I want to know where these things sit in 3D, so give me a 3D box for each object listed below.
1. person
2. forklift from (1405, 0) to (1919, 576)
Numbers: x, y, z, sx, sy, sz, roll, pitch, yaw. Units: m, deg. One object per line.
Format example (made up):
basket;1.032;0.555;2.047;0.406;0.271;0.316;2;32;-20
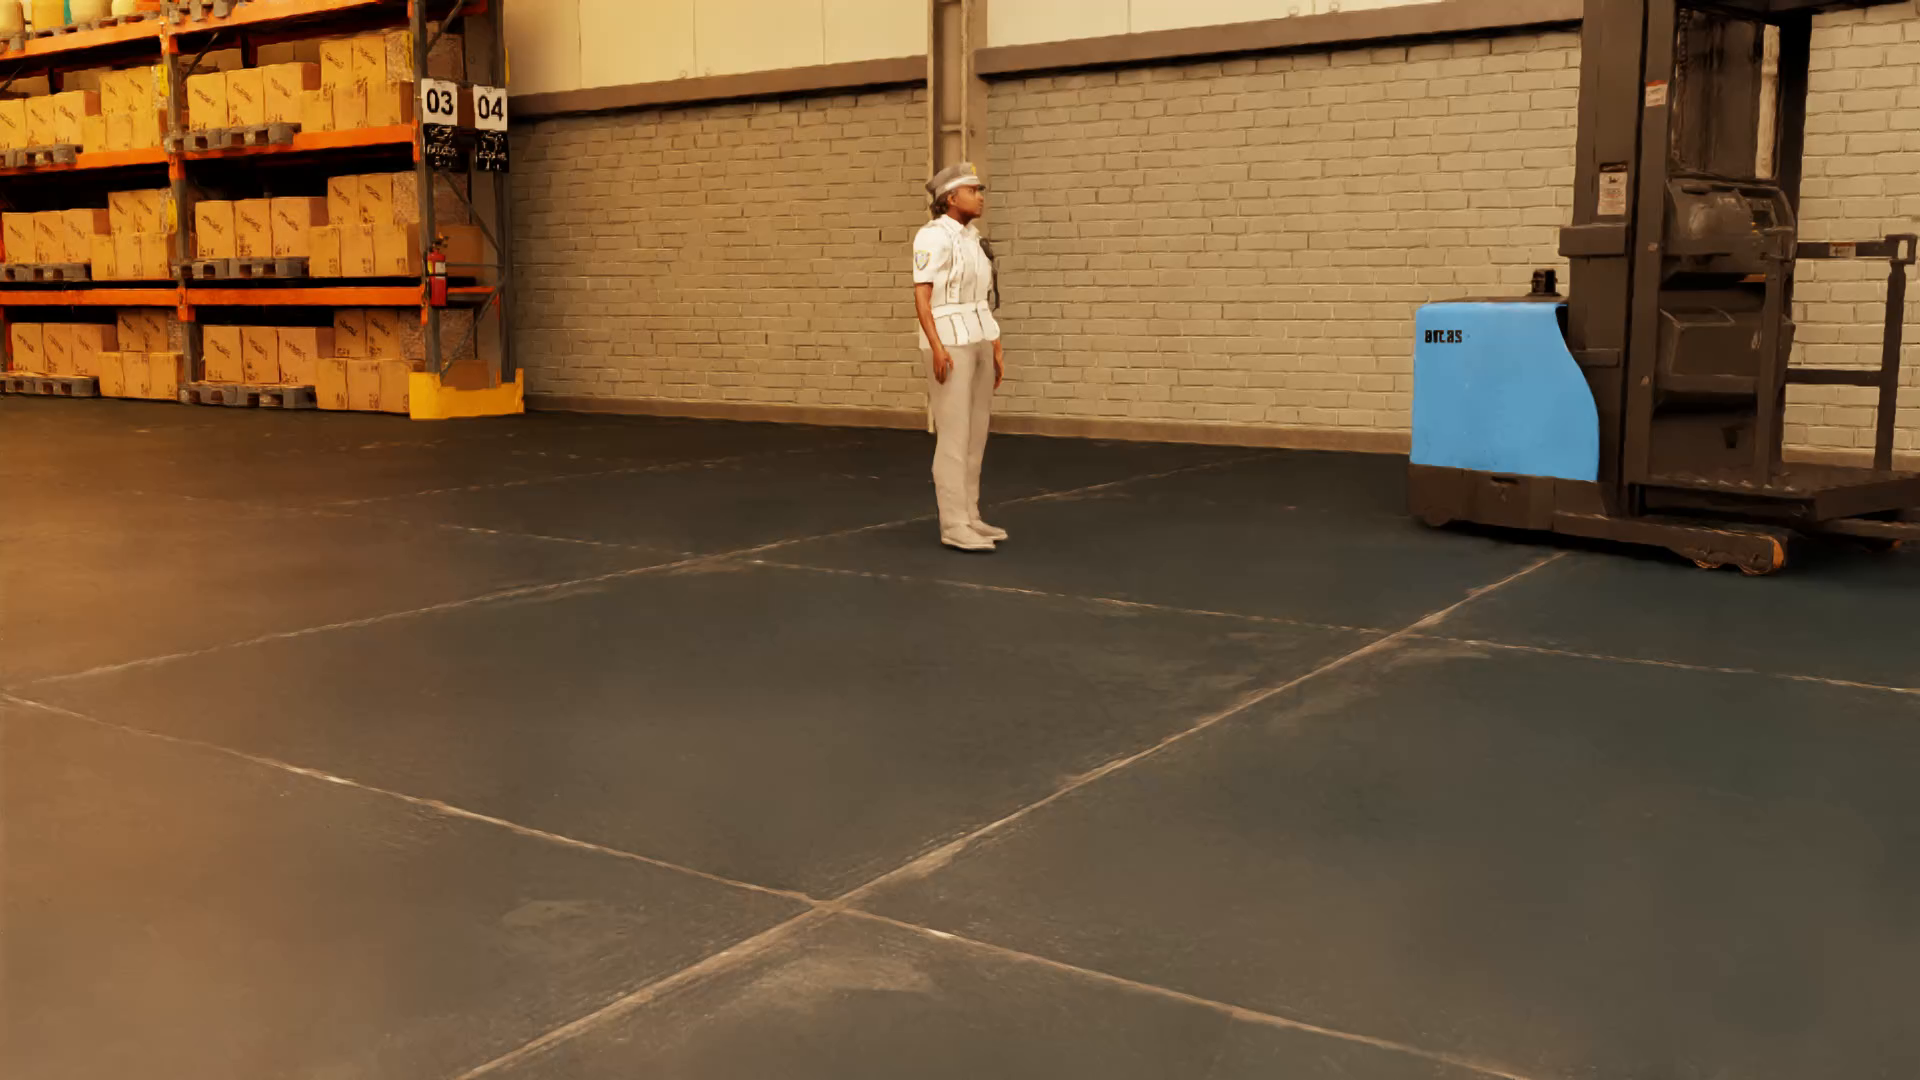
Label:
person;0.051;-0.838;7.426;0.529;1.695;0.570;5;10;34
forklift;3.422;-1.386;6.940;1.130;2.935;3.031;-6;10;-36
